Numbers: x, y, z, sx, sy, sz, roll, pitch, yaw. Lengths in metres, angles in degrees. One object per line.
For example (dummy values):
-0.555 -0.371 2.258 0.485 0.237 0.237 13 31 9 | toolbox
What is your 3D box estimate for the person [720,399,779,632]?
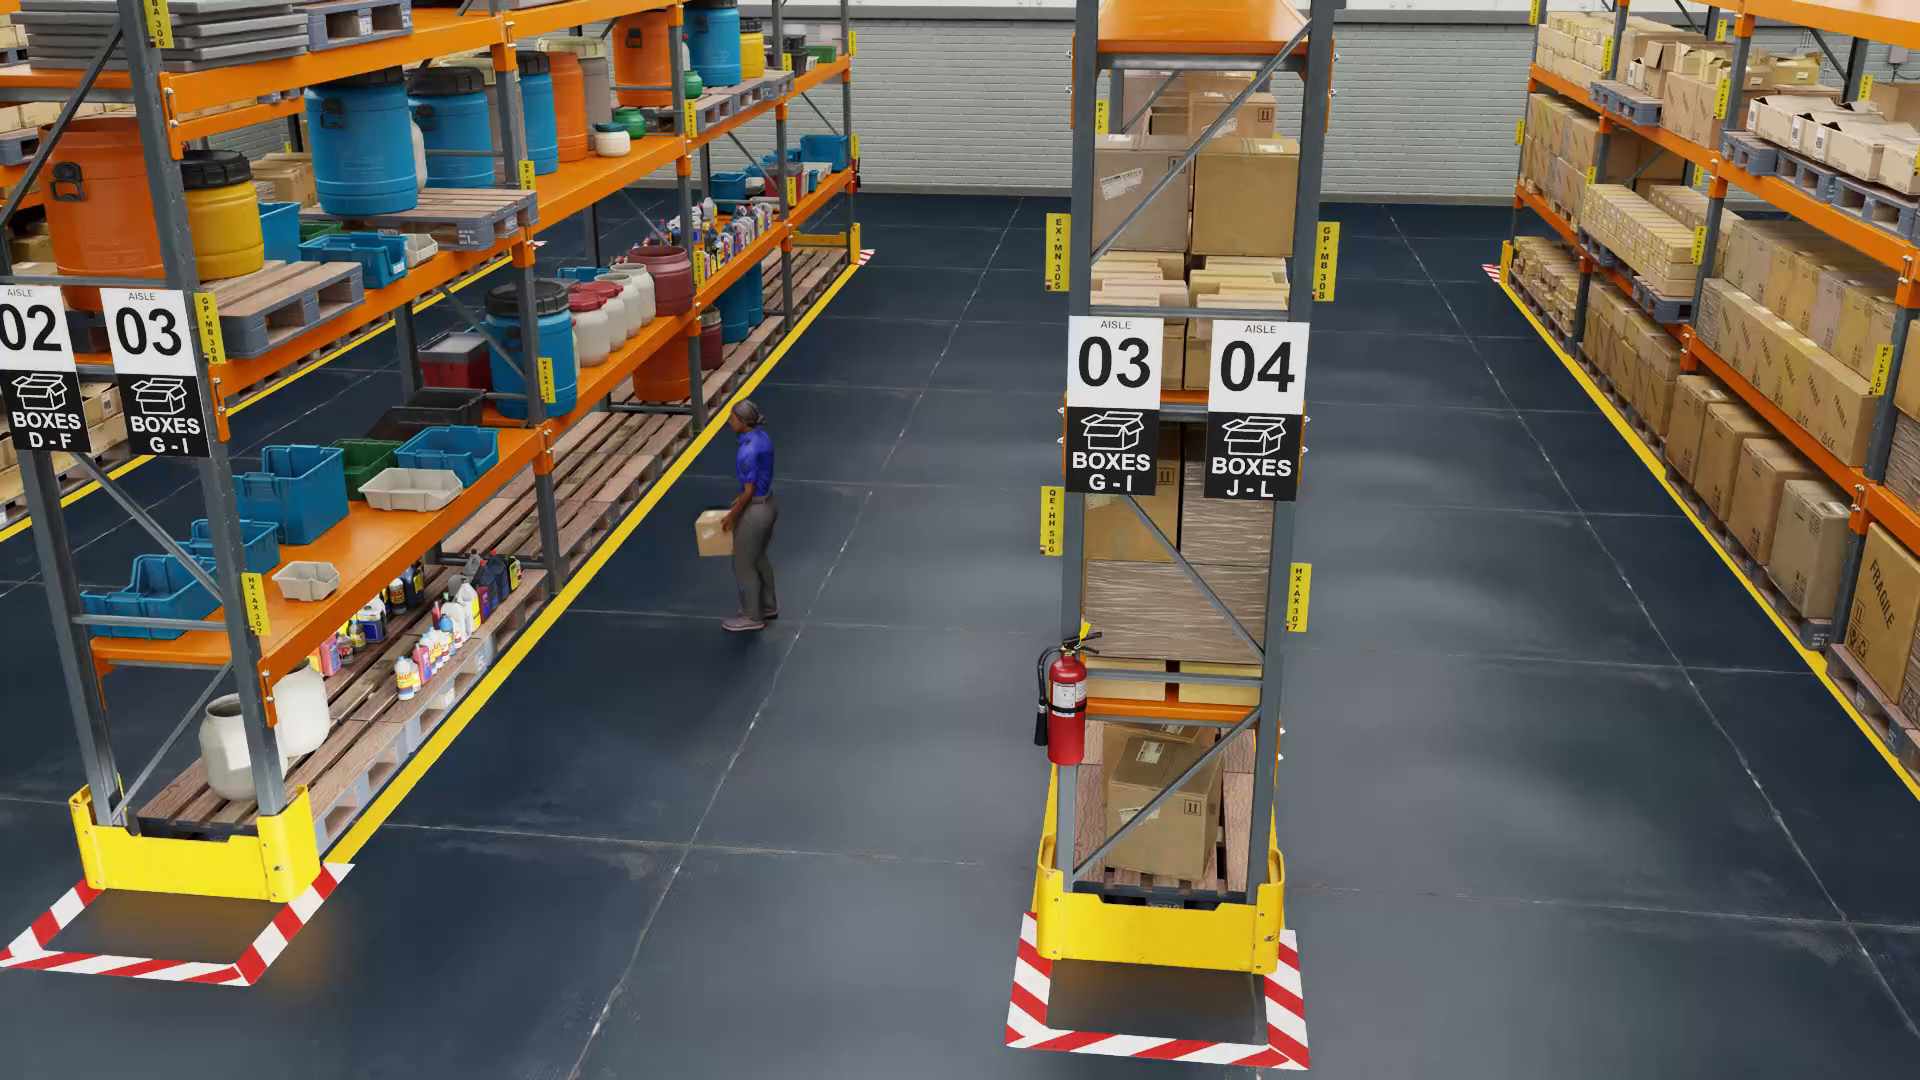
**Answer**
-1.472 -0.182 11.547 0.398 1.662 0.486 2 21 5 | person
